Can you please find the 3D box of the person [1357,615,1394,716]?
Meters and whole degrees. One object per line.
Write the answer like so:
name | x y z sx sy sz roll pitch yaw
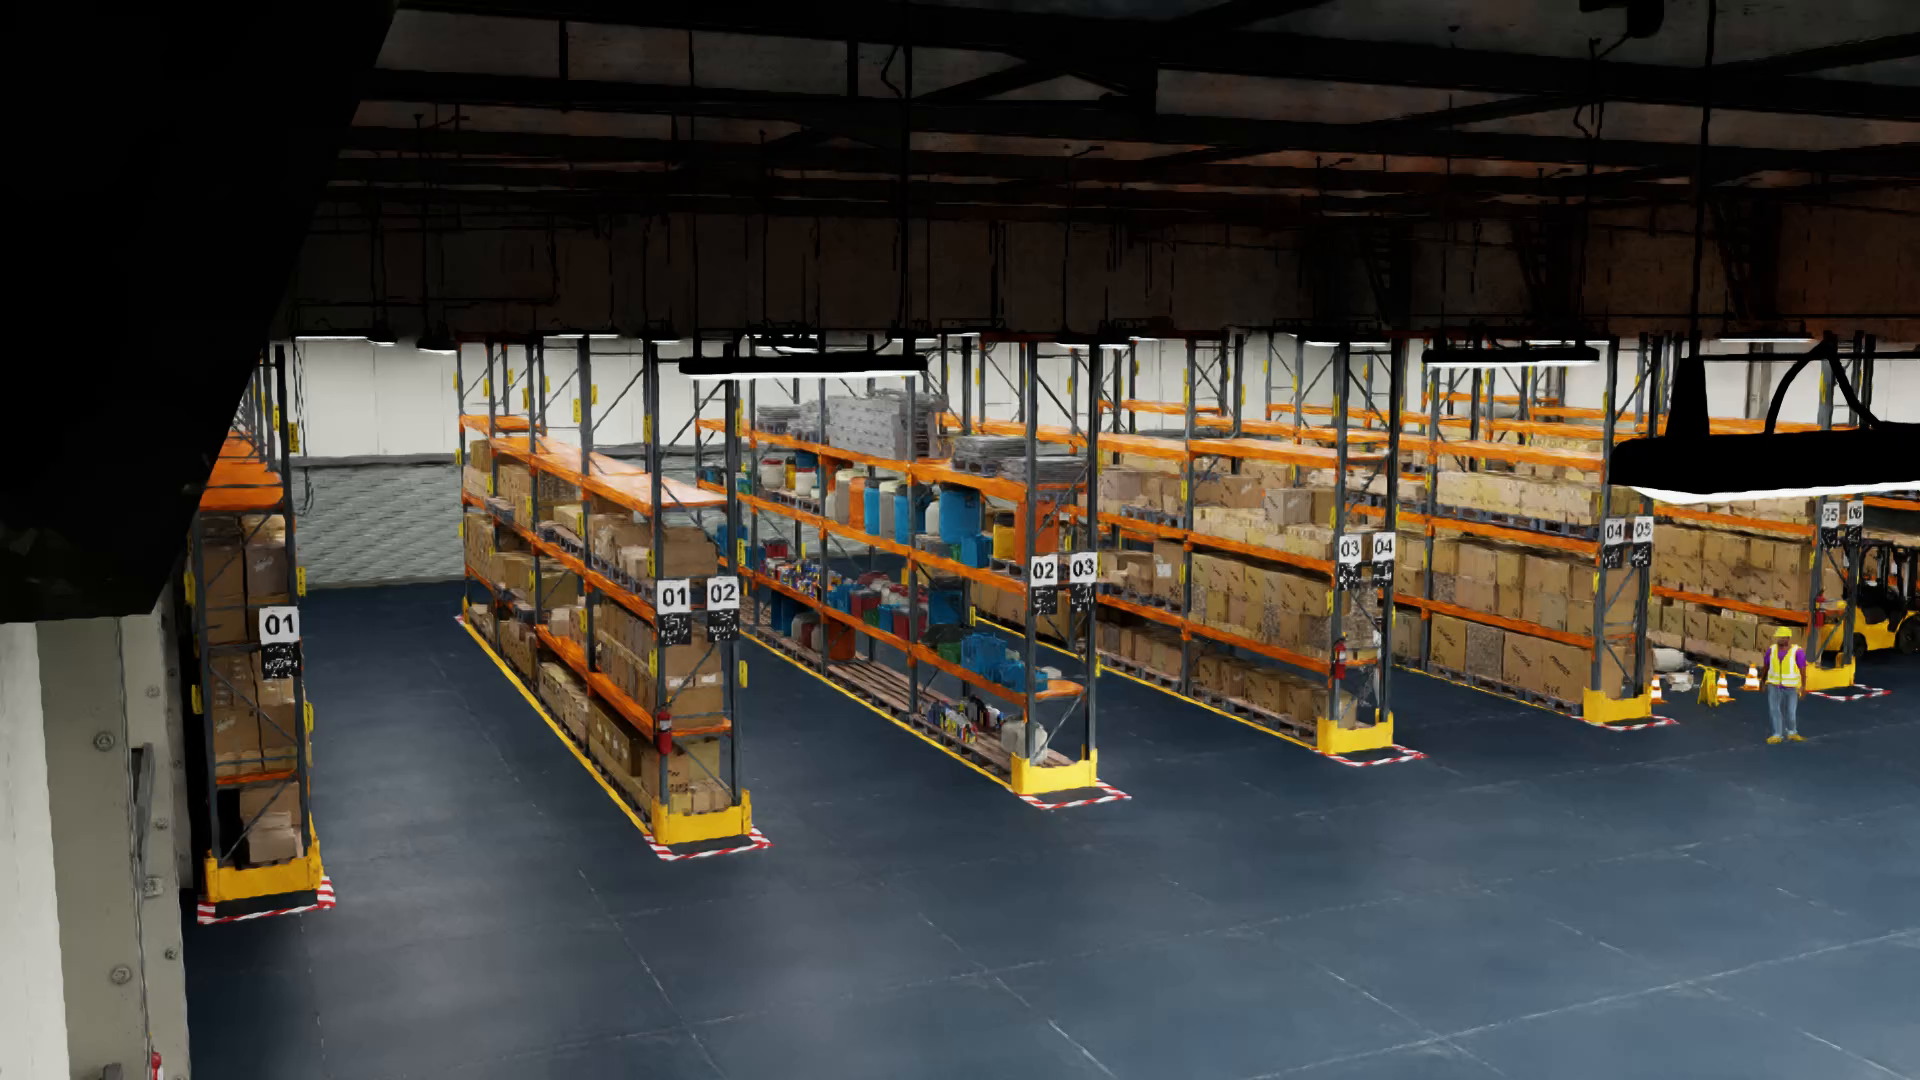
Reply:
person | 6.680 1.959 26.480 0.489 1.587 1.075 -4 9 -26

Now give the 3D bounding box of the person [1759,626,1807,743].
person | 12.263 2.143 24.753 0.659 1.759 0.540 6 10 39
